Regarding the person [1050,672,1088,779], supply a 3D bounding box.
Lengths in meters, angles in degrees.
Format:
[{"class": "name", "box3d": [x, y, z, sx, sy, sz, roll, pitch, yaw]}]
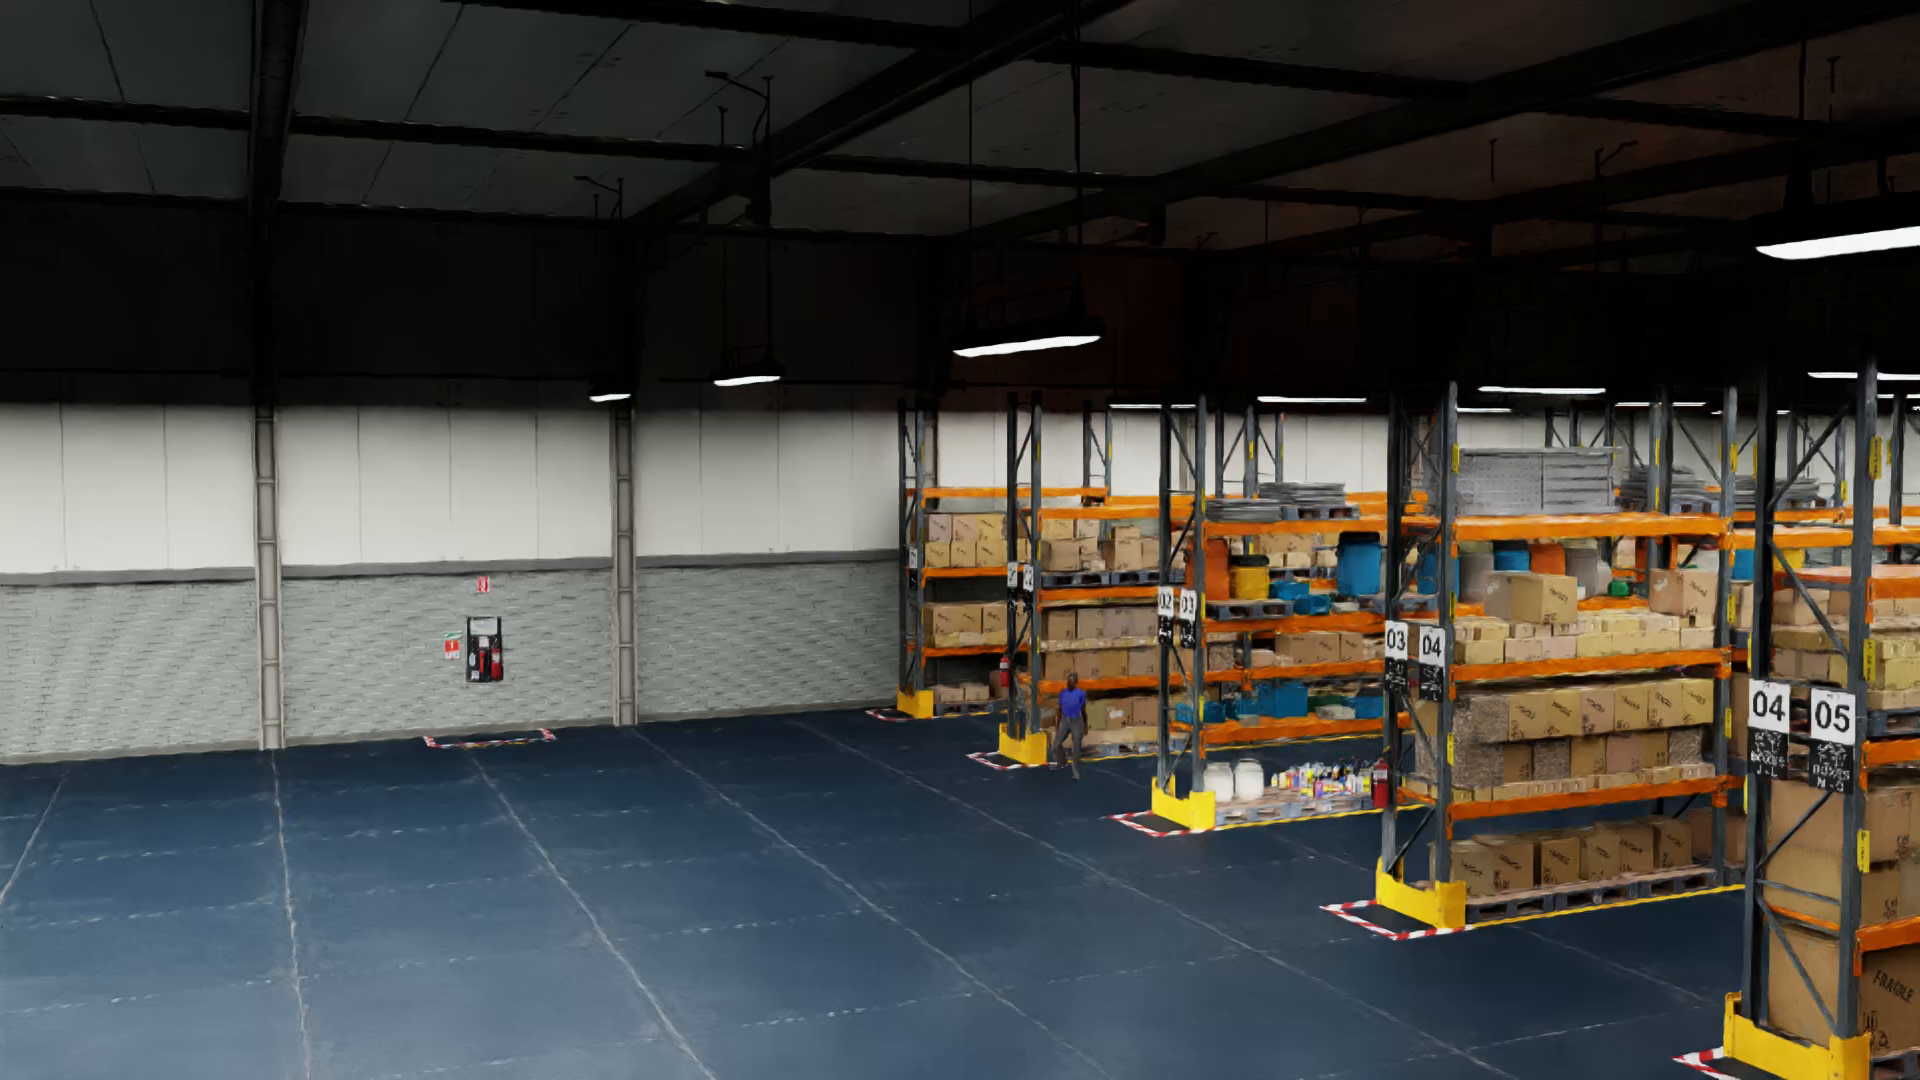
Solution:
[{"class": "person", "box3d": [1.654, 2.837, 25.686, 0.650, 1.652, 0.492, 1, 4, 24]}]
